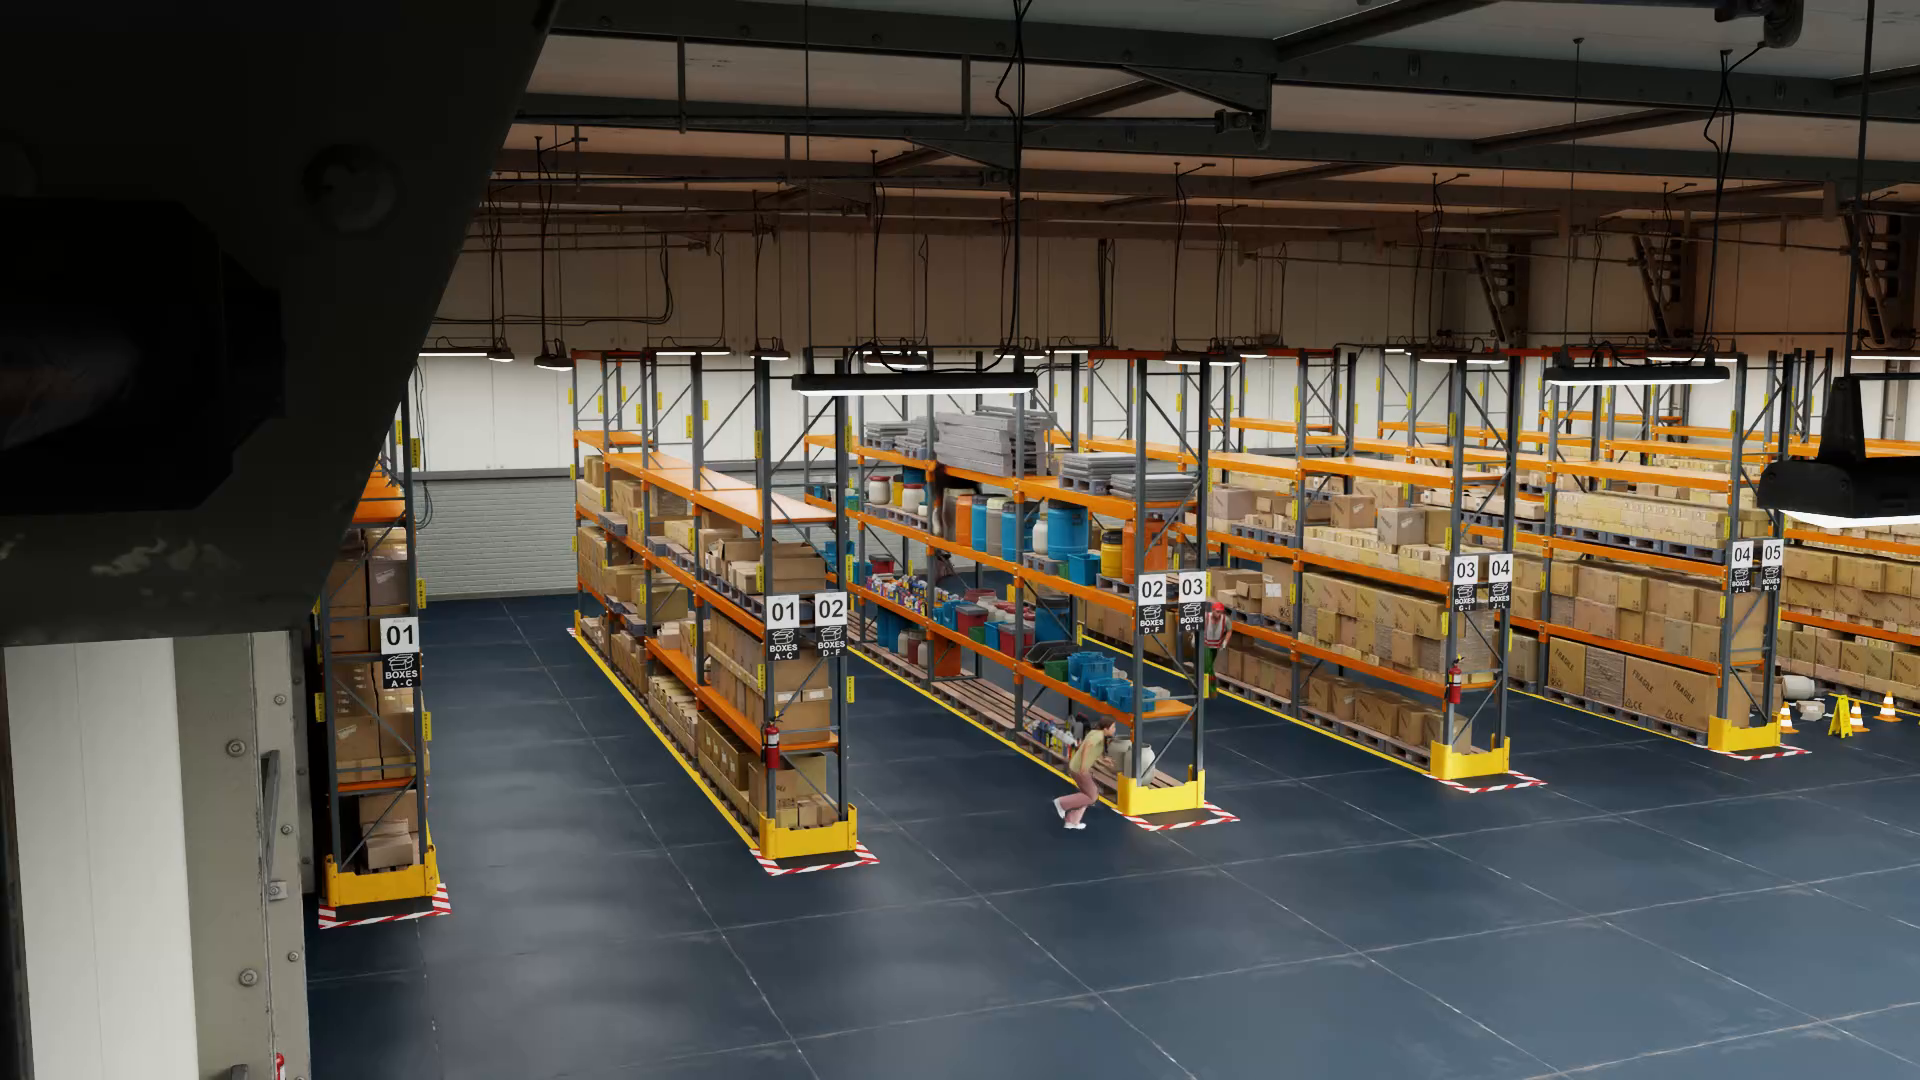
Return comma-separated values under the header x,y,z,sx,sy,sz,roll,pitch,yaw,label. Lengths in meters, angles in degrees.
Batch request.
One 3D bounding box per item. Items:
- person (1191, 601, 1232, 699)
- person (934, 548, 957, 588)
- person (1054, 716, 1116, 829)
x,y,z,sx,sy,sz,roll,pitch,yaw,label
4.182,1.786,27.936,0.677,1.645,1.083,-1,7,-10,person
-0.328,0.486,40.826,0.864,1.548,0.695,4,8,32,person
1.593,2.976,21.209,0.790,1.488,0.600,0,7,1,person
